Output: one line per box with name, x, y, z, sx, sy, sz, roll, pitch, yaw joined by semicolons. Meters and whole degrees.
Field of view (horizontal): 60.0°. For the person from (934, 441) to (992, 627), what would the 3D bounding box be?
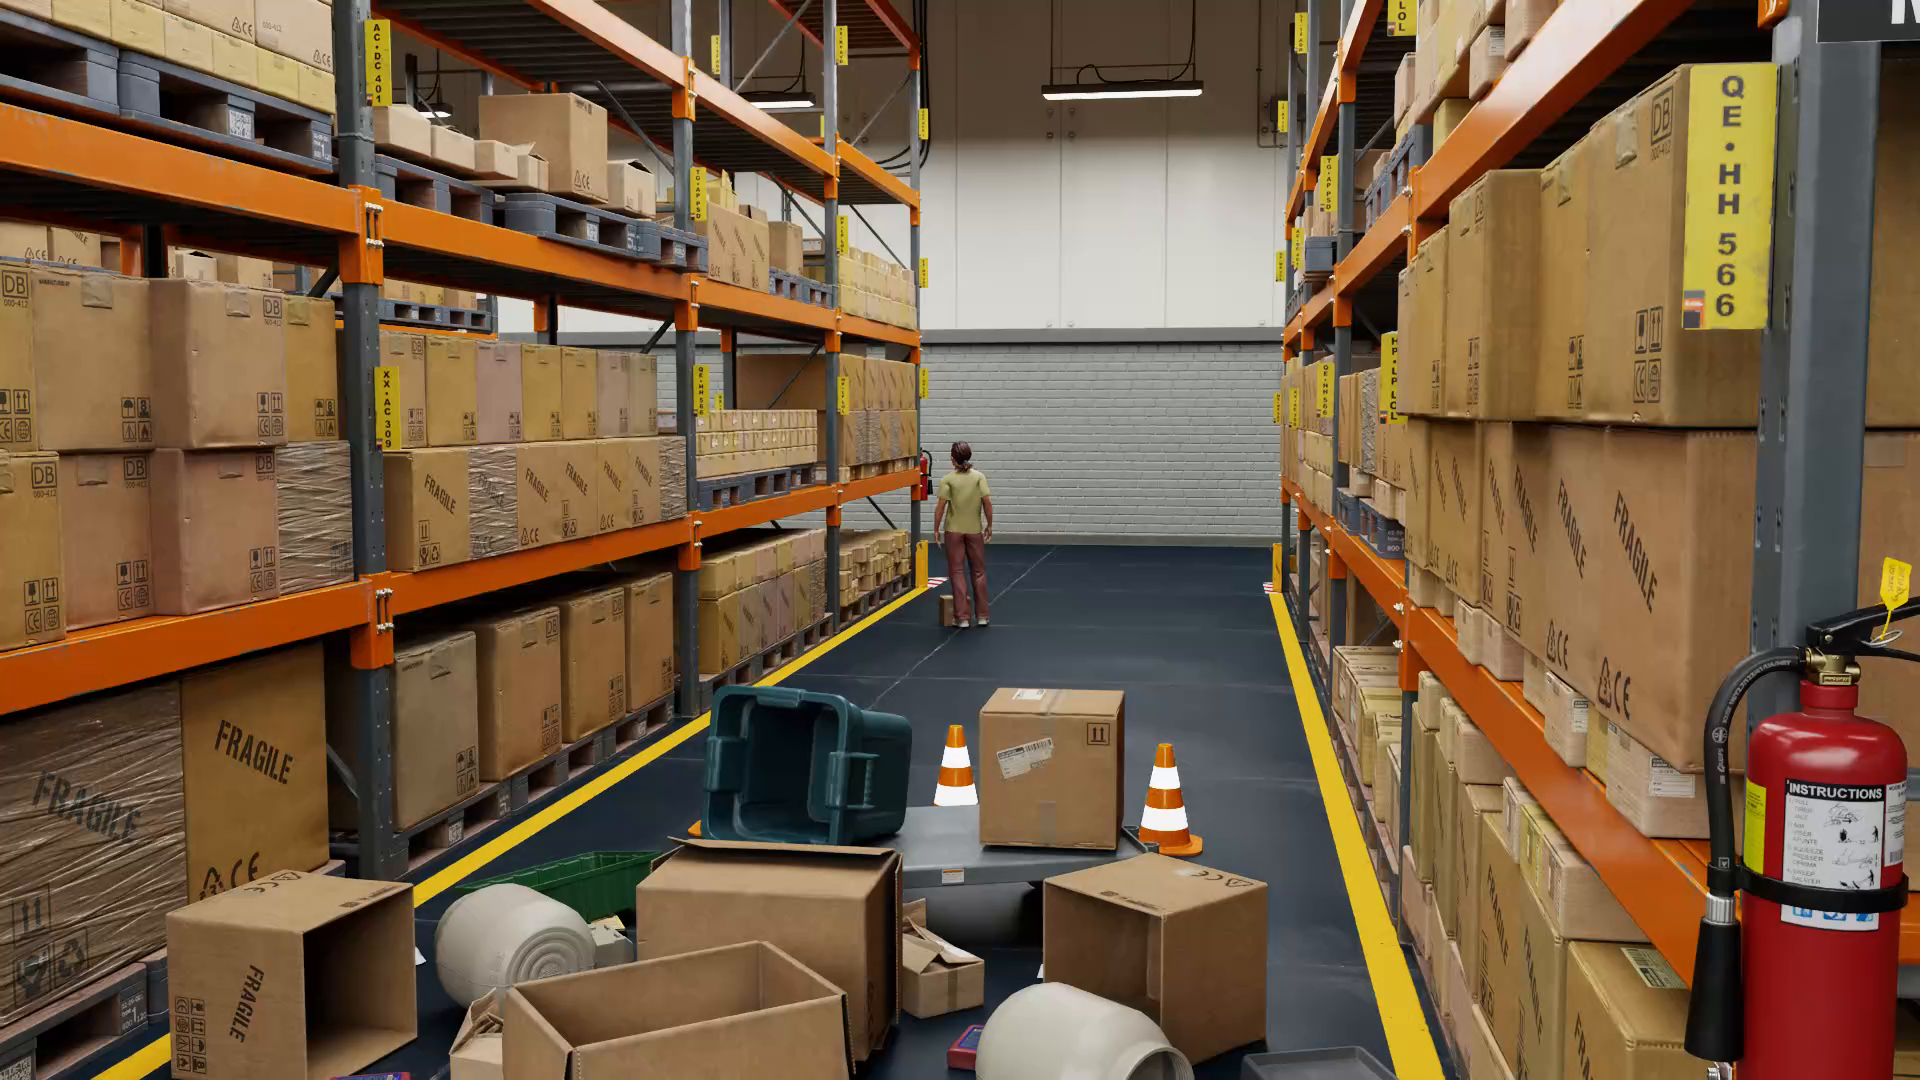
person;0.023;-0.050;14.968;0.553;1.660;0.527;-1;5;-10
